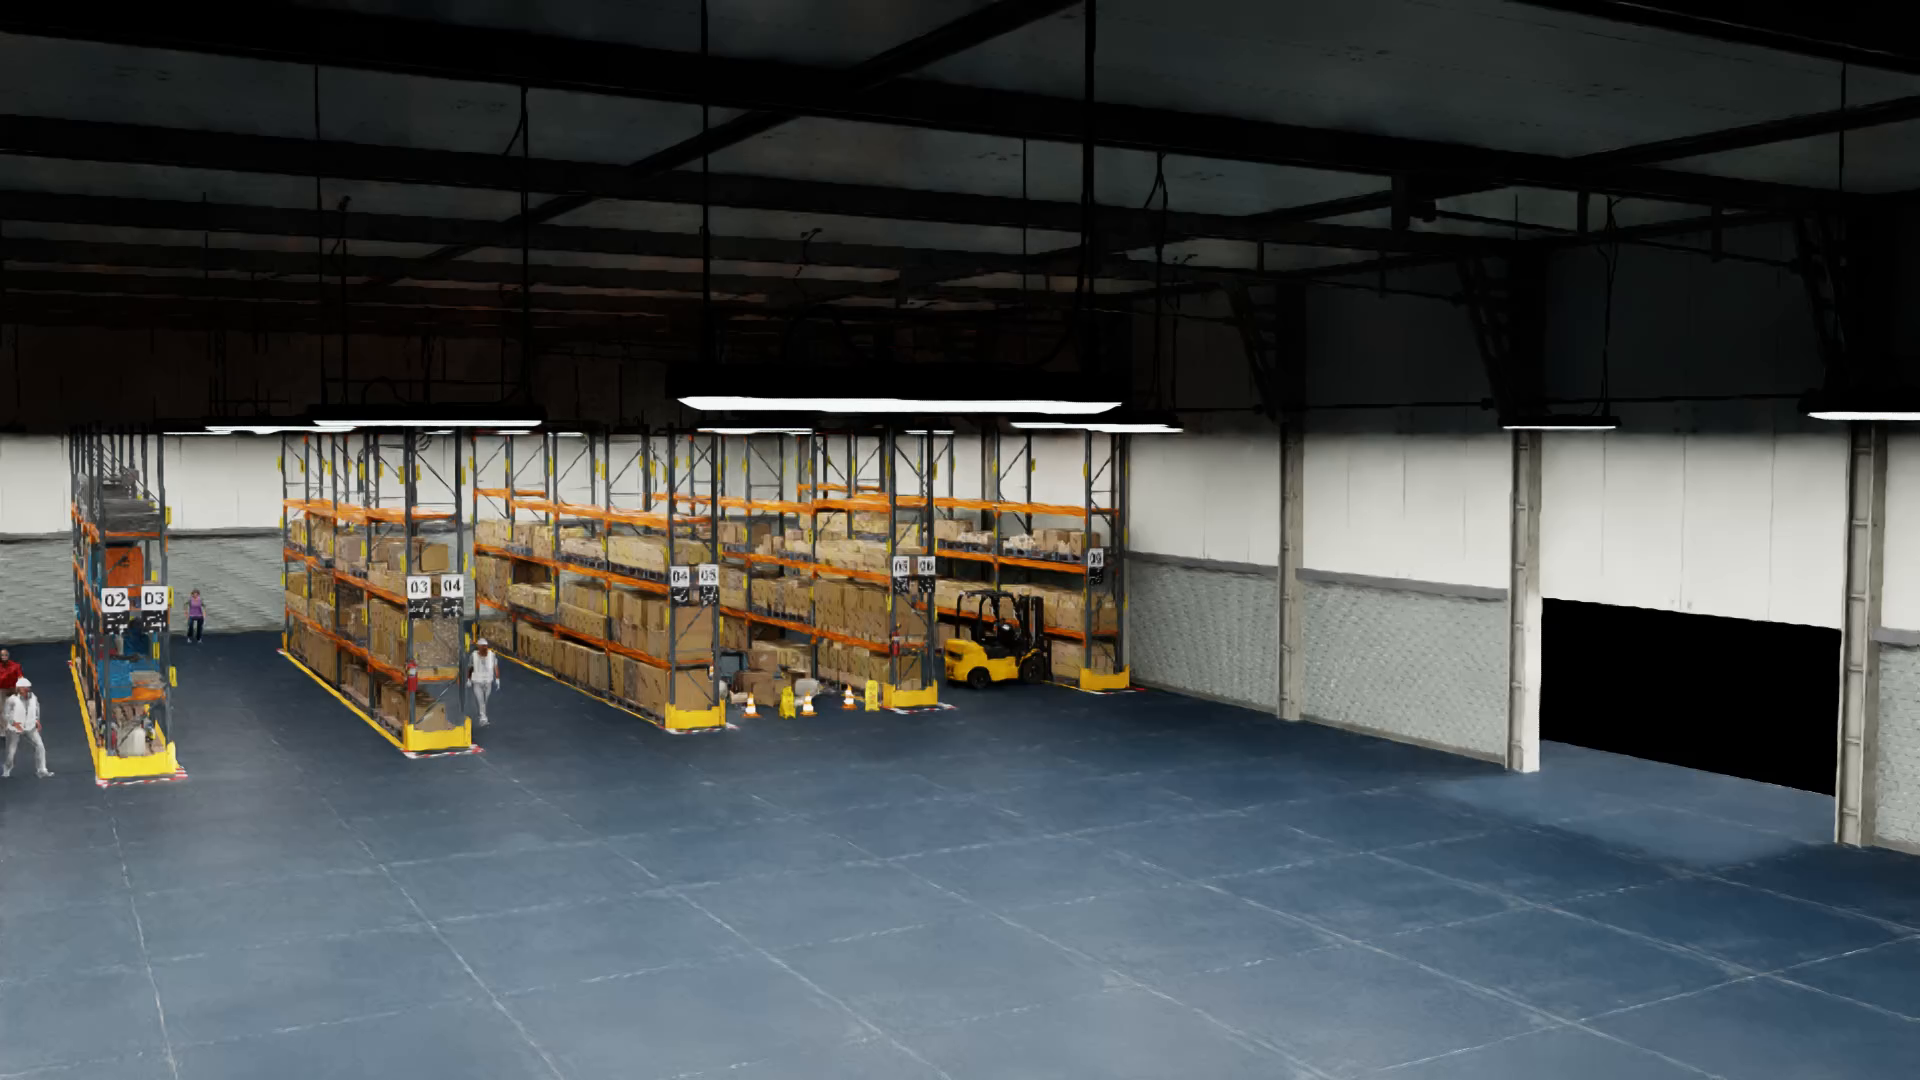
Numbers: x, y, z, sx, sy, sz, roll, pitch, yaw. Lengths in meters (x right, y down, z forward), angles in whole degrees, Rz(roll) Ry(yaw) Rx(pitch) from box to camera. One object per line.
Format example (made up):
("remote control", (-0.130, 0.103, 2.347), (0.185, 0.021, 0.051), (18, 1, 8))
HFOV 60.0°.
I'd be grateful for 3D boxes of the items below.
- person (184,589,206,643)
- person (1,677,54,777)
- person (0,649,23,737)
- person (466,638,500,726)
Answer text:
("person", (-21.263, 2.105, 46.221), (0.566, 1.541, 0.519), (-2, 4, -32))
("person", (-15.721, 3.137, 27.892), (0.844, 1.713, 0.682), (3, 5, 44))
("person", (-18.269, 2.912, 31.894), (0.554, 1.666, 1.031), (-2, 4, -30))
("person", (-9.497, 2.807, 33.167), (0.579, 1.732, 1.042), (-2, 4, -30))
